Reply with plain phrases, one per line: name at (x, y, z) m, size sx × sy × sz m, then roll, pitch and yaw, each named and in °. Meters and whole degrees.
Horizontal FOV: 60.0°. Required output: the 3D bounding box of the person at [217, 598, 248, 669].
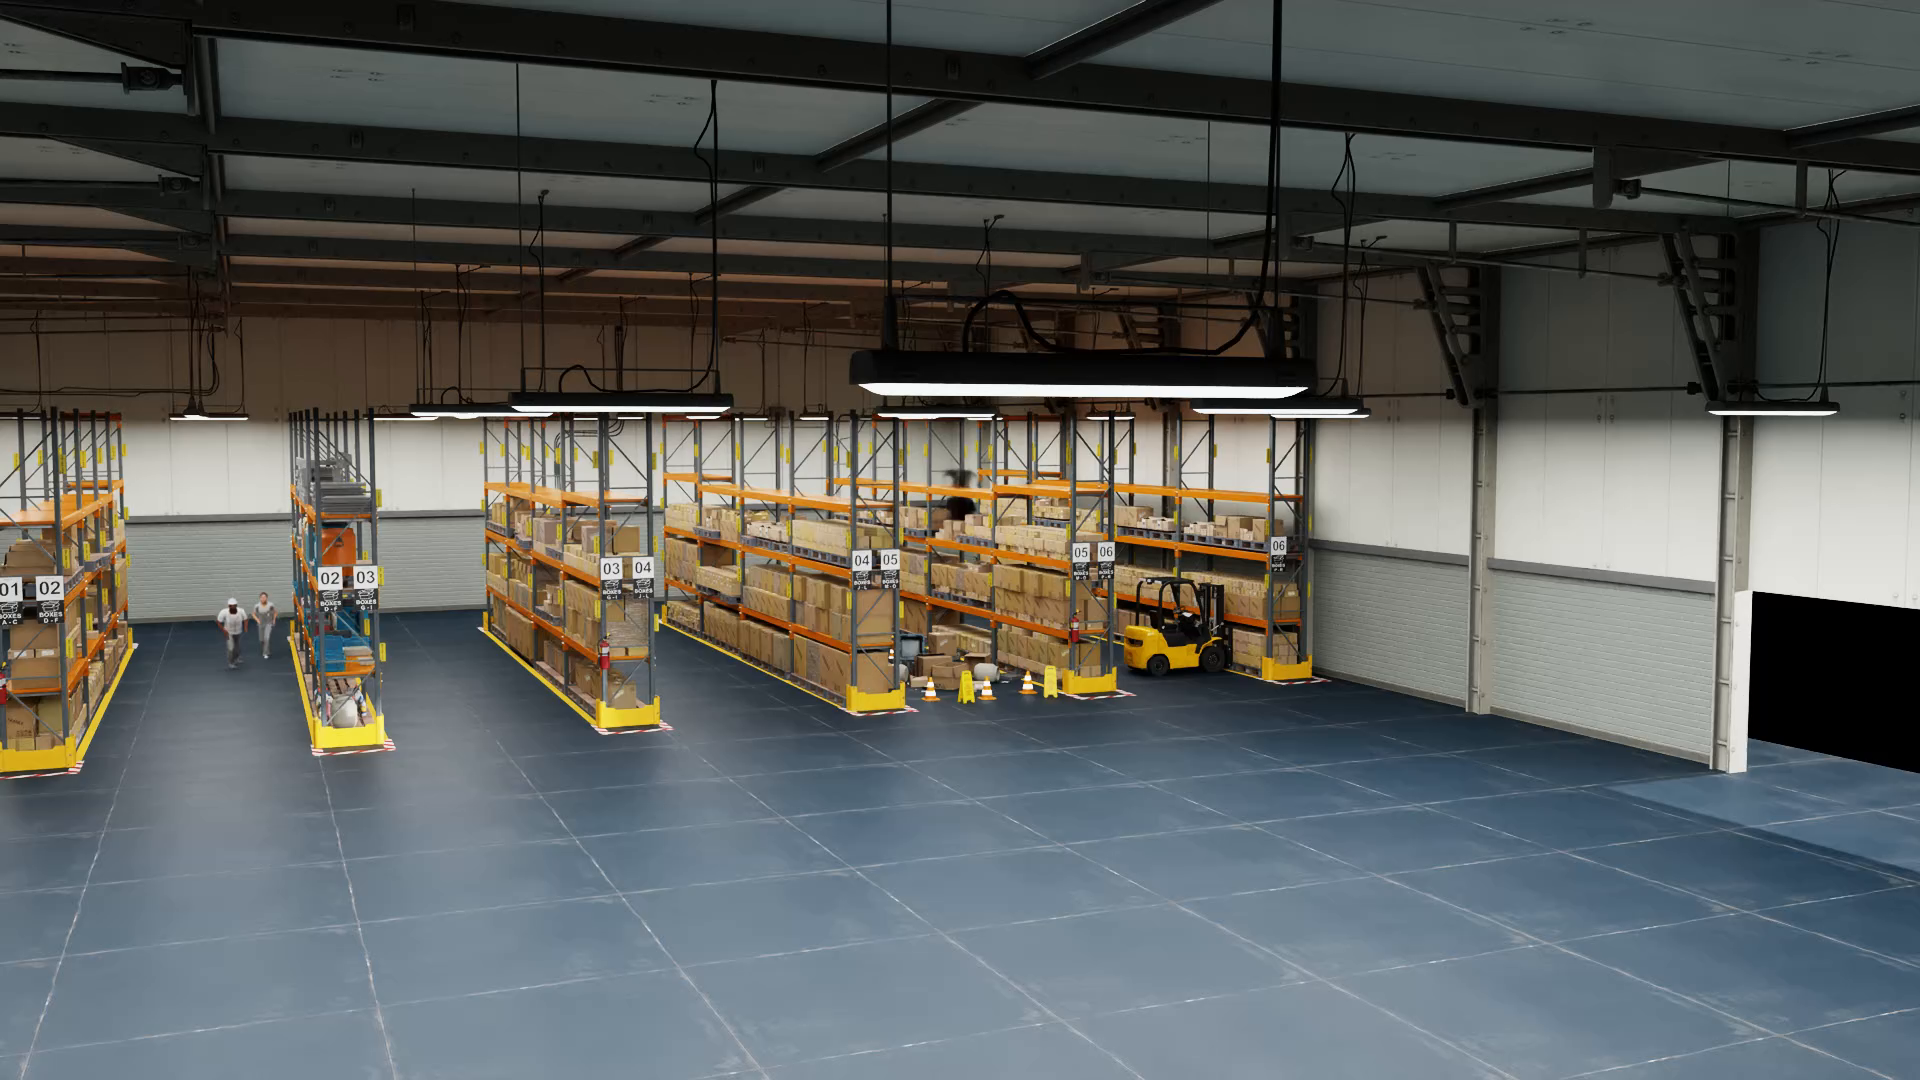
person at (-17.004, 2.172, 38.844) m, size 0.676 × 1.670 × 0.871 m, roll -4°, pitch 5°, yaw -42°

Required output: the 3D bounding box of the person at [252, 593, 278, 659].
person at (-16.989, 2.078, 40.688) m, size 0.560 × 1.618 × 0.735 m, roll -1°, pitch 4°, yaw -12°
